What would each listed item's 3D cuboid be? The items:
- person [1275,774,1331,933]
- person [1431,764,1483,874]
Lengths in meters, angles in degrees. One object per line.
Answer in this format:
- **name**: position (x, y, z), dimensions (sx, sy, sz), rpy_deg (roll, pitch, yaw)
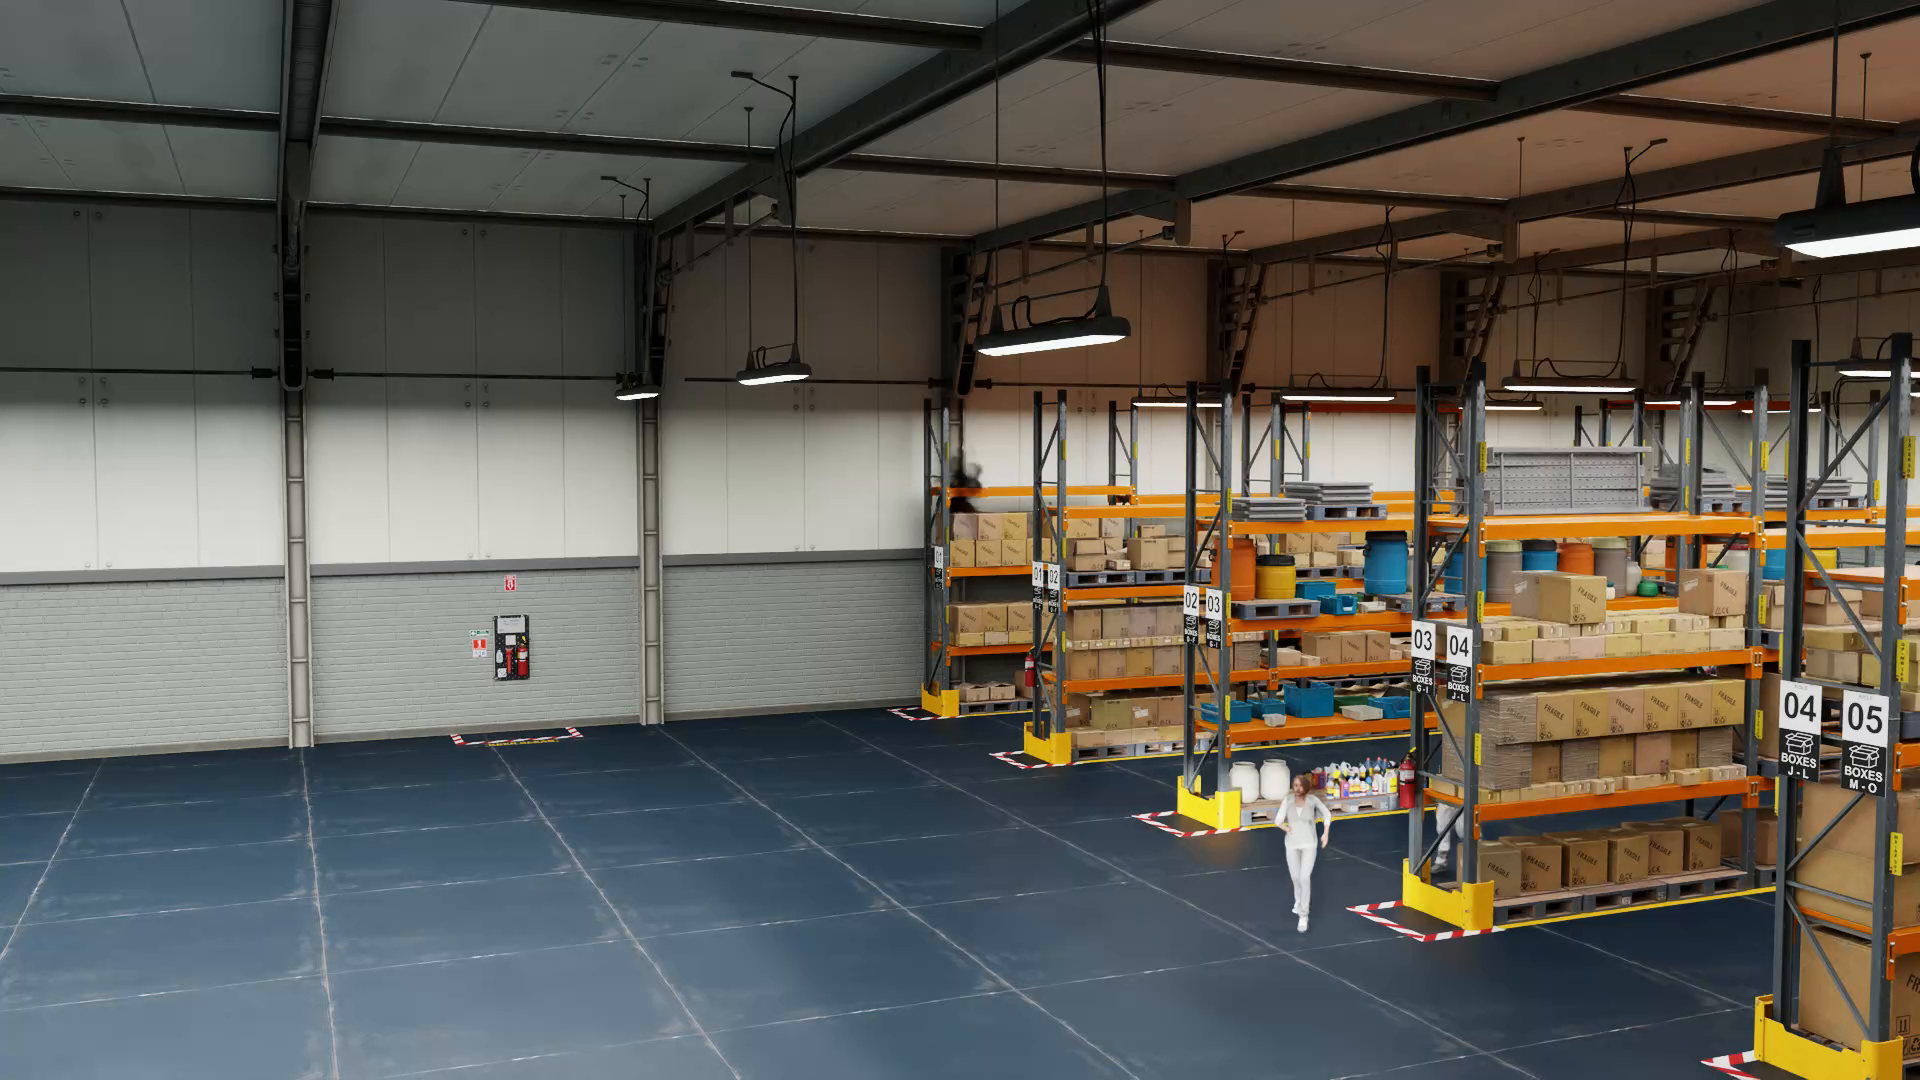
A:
- **person**: position (3.664, 3.319, 17.819), dimensions (0.559, 1.654, 0.721), rpy_deg (2, 4, 25)
- **person**: position (5.958, 3.084, 19.896), dimensions (0.872, 1.777, 0.673), rpy_deg (-2, 4, -26)
